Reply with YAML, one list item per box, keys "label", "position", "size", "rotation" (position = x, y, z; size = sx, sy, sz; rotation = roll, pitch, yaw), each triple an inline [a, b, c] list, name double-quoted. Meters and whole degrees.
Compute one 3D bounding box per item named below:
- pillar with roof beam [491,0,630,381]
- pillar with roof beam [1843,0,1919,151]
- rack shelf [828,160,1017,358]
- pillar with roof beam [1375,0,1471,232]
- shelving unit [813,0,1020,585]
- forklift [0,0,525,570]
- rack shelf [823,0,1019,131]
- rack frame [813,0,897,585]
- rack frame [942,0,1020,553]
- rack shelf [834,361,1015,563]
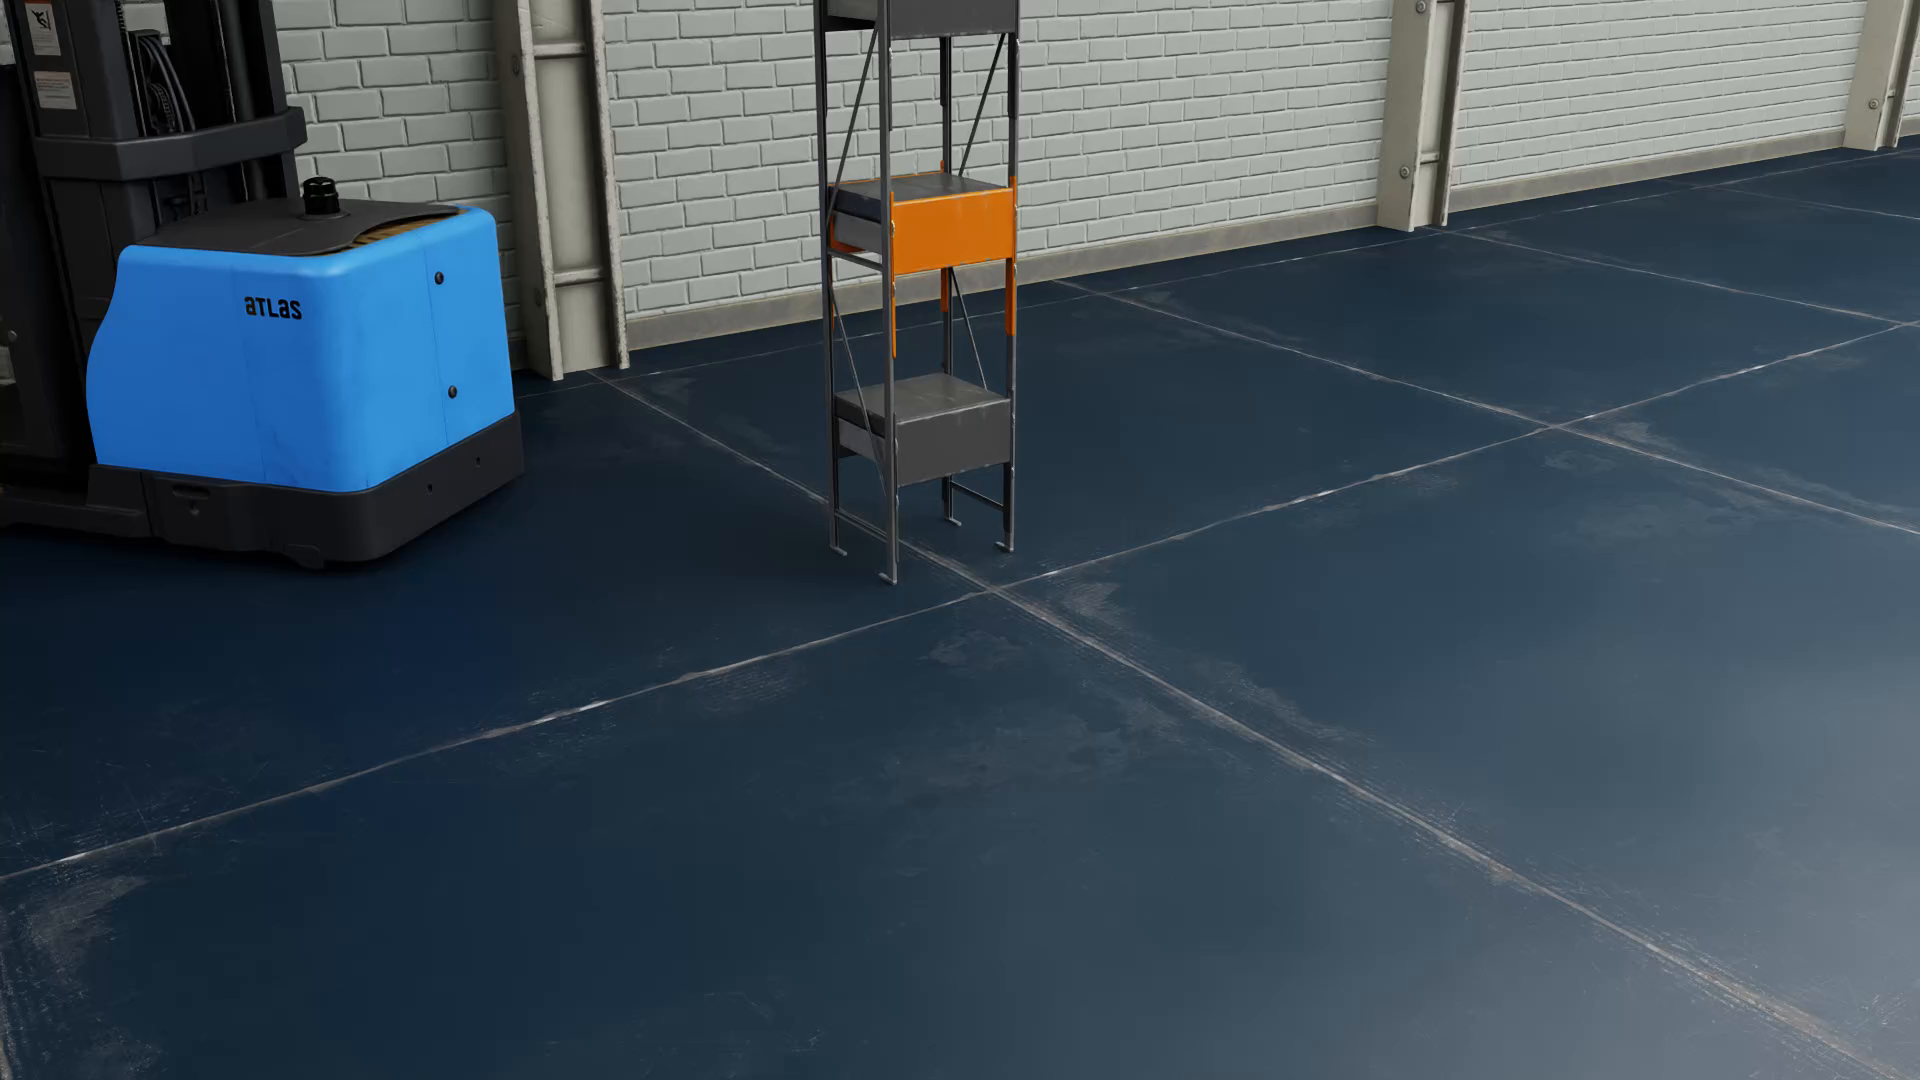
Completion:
- label: "pillar with roof beam"
  position: [0.683, -3.716, 3.066]
  size: [0.400, 9.000, 9.100]
  rotation: [-15, 26, -33]
- label: "pillar with roof beam"
  position: [10.424, -6.313, 9.575]
  size: [0.400, 9.000, 9.100]
  rotation: [-15, 26, -33]
- label: "rack shelf"
  position: [-0.134, -0.927, 5.422]
  size: [0.480, 0.518, 0.431]
  rotation: [-15, 26, -33]
- label: "pillar with roof beam"
  position: [5.554, -5.014, 6.320]
  size: [0.400, 9.000, 9.100]
  rotation: [-15, 26, -33]
- label: "shelving unit"
  position: [-0.134, -0.939, 5.417]
  size: [0.503, 2.100, 0.431]
  rotation: [-15, 26, -33]
- label: "forklift"
  position: [-3.240, -1.564, 5.862]
  size: [3.031, 2.935, 1.130]
  rotation: [7, 23, 16]
- label: "rack shelf"
  position: [-0.134, -1.577, 5.163]
  size: [0.480, 0.518, 0.431]
  rotation: [-15, 26, -33]
- label: "rack frame"
  position: [-0.332, -0.887, 5.285]
  size: [0.015, 2.100, 0.400]
  rotation: [-15, 26, -33]
- label: "rack frame"
  position: [0.064, -0.992, 5.550]
  size: [0.015, 2.100, 0.400]
  rotation: [-15, 26, -33]
- label: "rack shelf"
  position: [-0.134, -0.277, 5.682]
  size: [0.480, 0.518, 0.431]
  rotation: [-15, 26, -33]
